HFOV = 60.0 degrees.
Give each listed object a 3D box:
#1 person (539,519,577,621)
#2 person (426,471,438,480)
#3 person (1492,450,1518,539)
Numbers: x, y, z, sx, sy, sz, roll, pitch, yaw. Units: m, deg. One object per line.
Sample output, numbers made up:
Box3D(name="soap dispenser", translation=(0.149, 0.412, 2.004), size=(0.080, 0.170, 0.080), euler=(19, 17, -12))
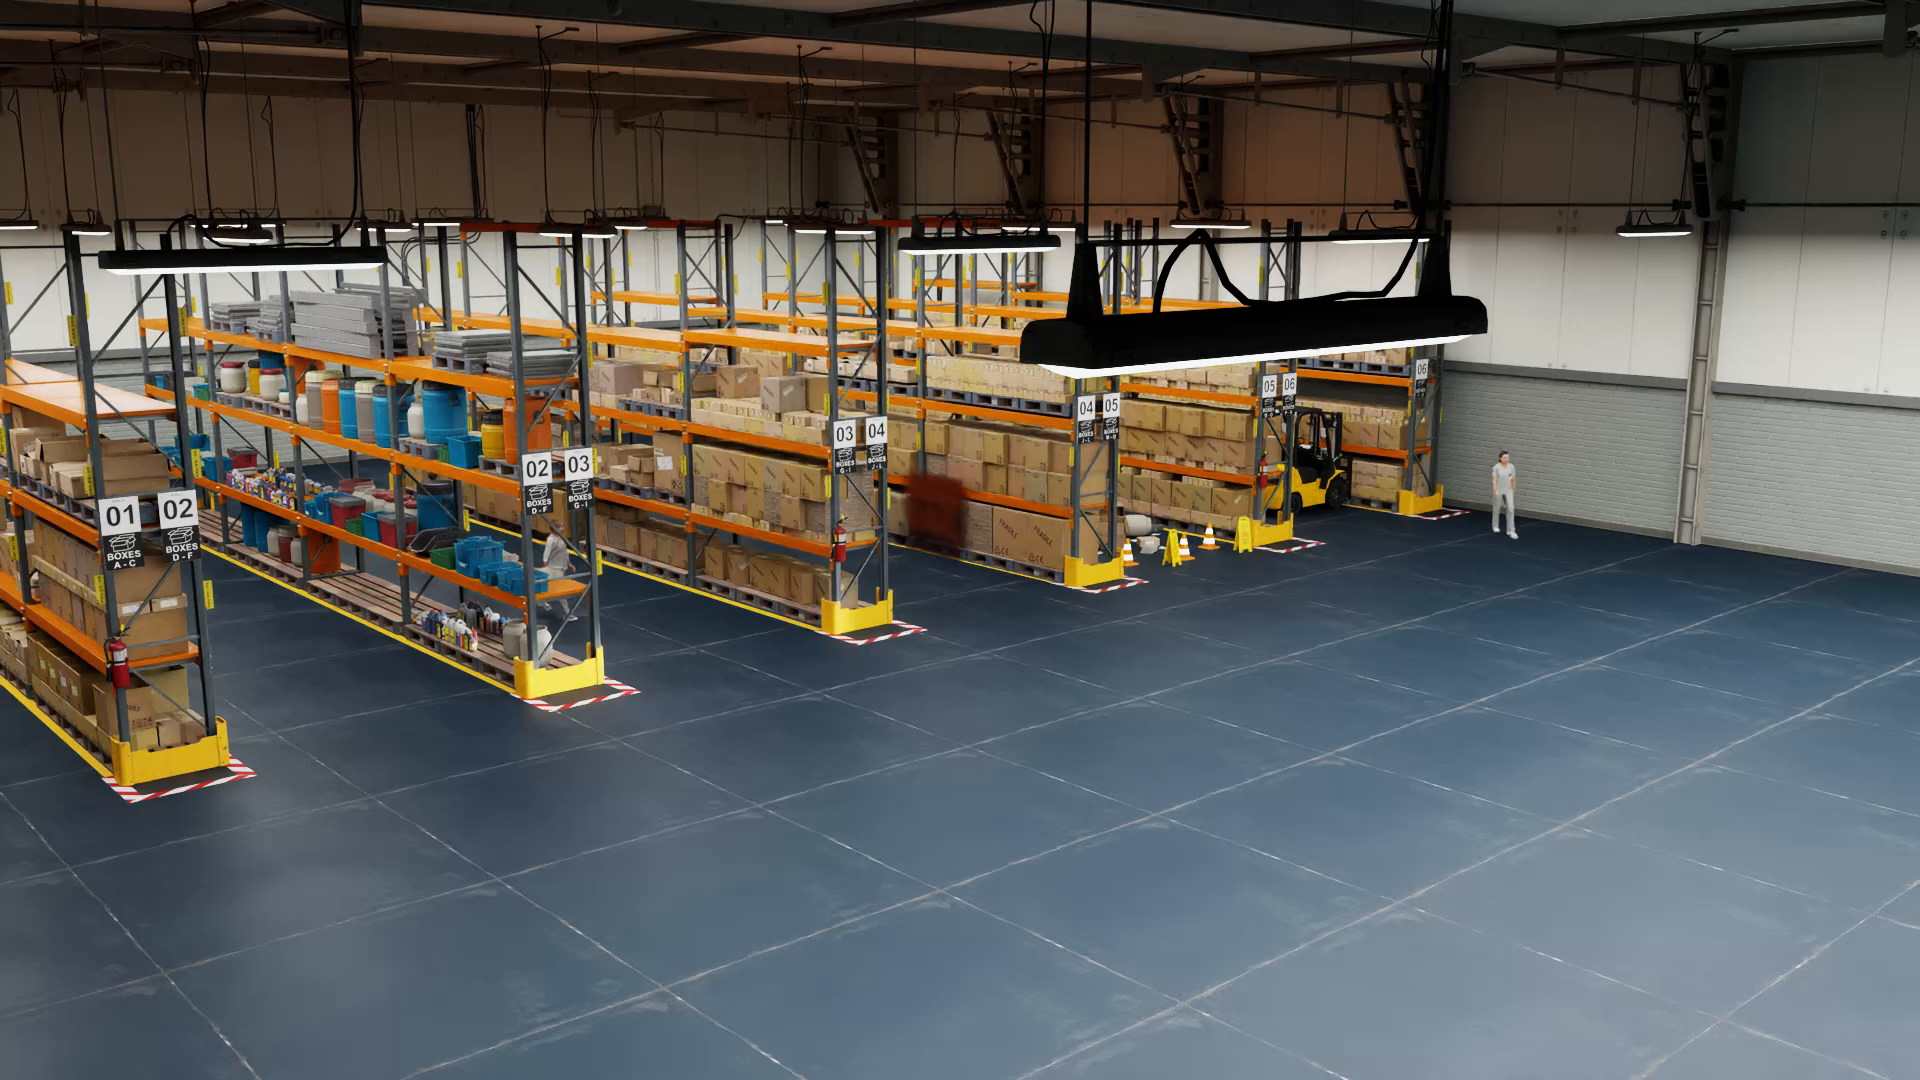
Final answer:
Box3D(name="person", translation=(-6.245, 0.426, 25.727), size=(0.916, 1.549, 0.497), euler=(7, 13, 30))
Box3D(name="person", translation=(-9.448, -0.477, 30.012), size=(0.514, 1.673, 0.415), euler=(-2, 12, -11))
Box3D(name="person", translation=(10.532, -0.917, 32.184), size=(0.490, 1.650, 0.851), euler=(1, 12, 7))
